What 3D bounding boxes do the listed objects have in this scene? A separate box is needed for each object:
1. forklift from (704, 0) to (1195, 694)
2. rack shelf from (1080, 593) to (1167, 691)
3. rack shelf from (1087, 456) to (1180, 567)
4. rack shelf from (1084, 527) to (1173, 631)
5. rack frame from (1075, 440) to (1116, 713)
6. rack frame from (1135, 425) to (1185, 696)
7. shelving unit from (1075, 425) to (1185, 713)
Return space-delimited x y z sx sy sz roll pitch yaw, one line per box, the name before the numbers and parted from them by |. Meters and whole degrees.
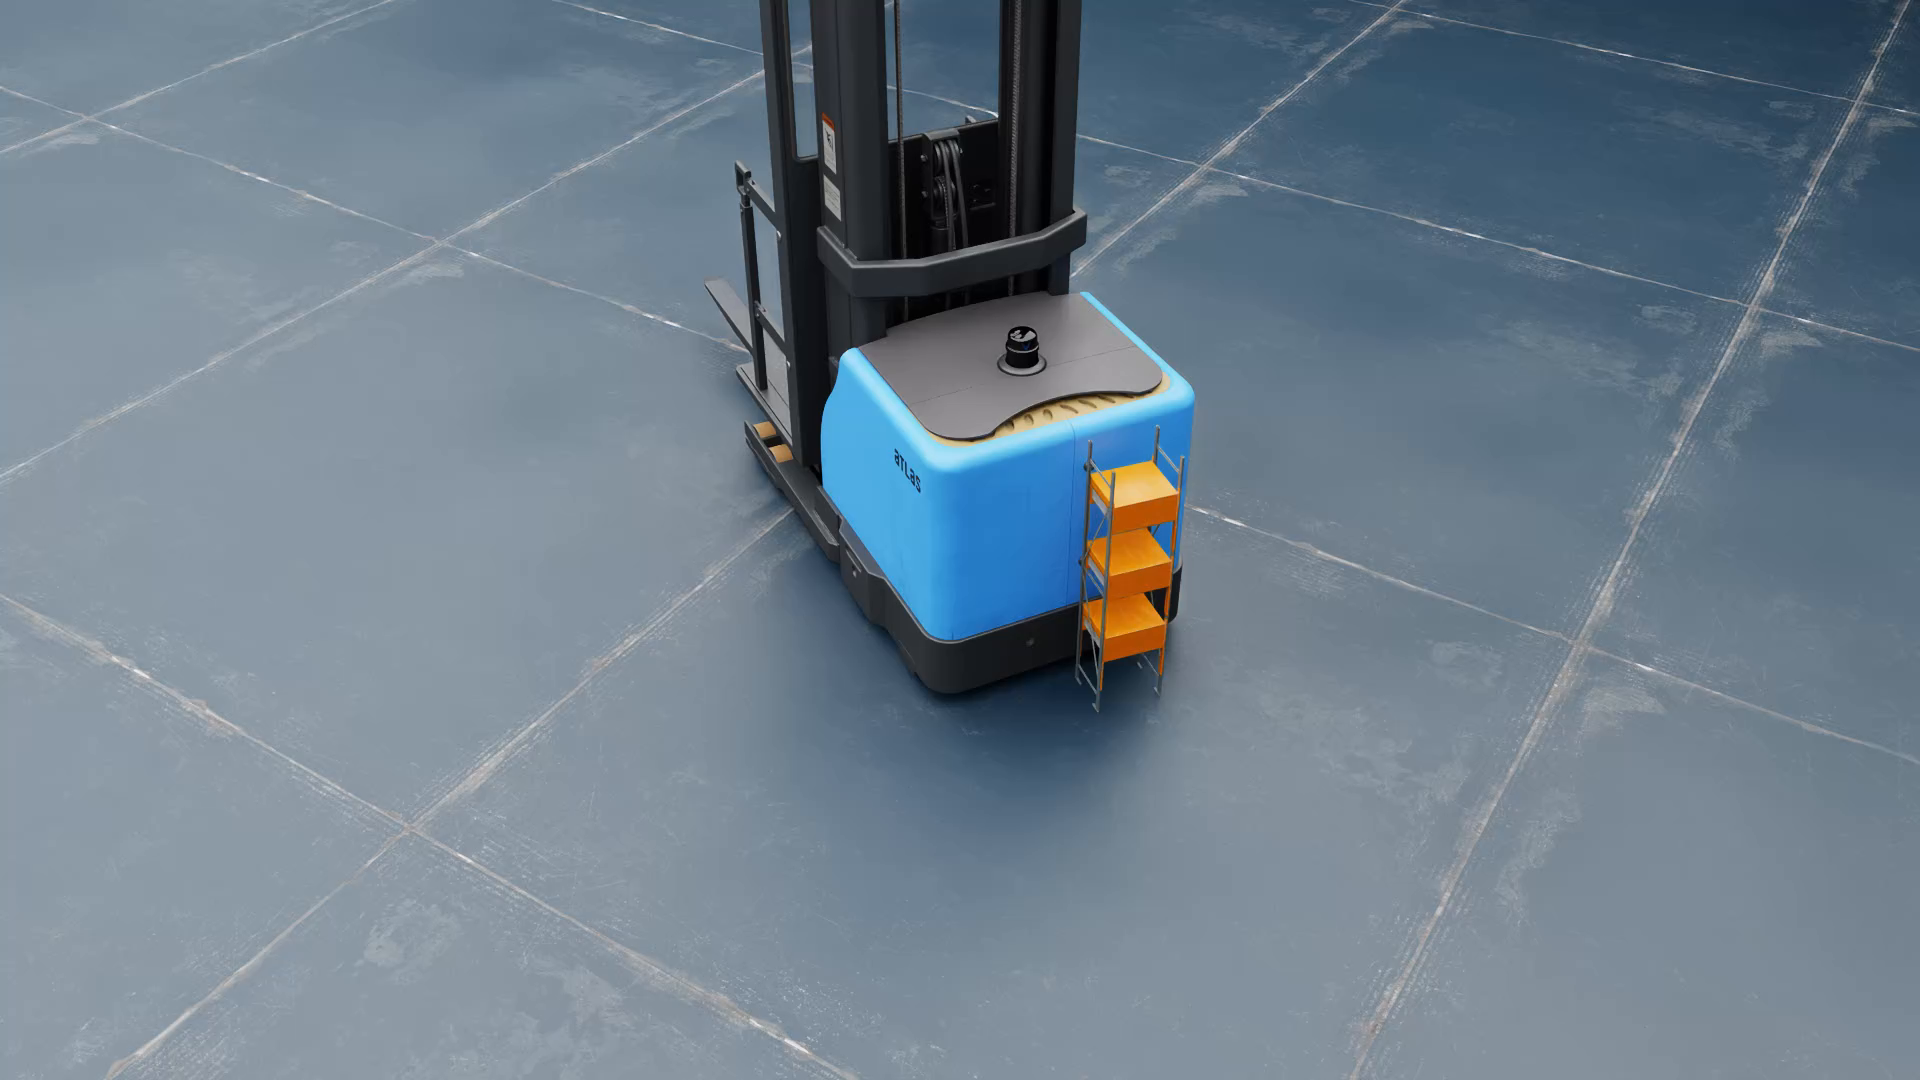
forklift | -0.273 -1.506 6.302 1.130 2.935 3.031 -16 41 -20
rack shelf | 0.574 0.347 5.913 0.240 0.259 0.215 -13 39 -16
rack shelf | 0.574 -0.098 5.570 0.240 0.259 0.215 -13 39 -16
rack shelf | 0.574 0.127 5.743 0.240 0.259 0.215 -13 39 -16
rack frame | 0.460 0.144 5.703 0.008 1.050 0.200 -13 39 -16
rack frame | 0.689 0.092 5.770 0.008 1.050 0.200 -13 39 -16
shelving unit | 0.574 0.118 5.737 0.252 1.050 0.215 -13 39 -16
